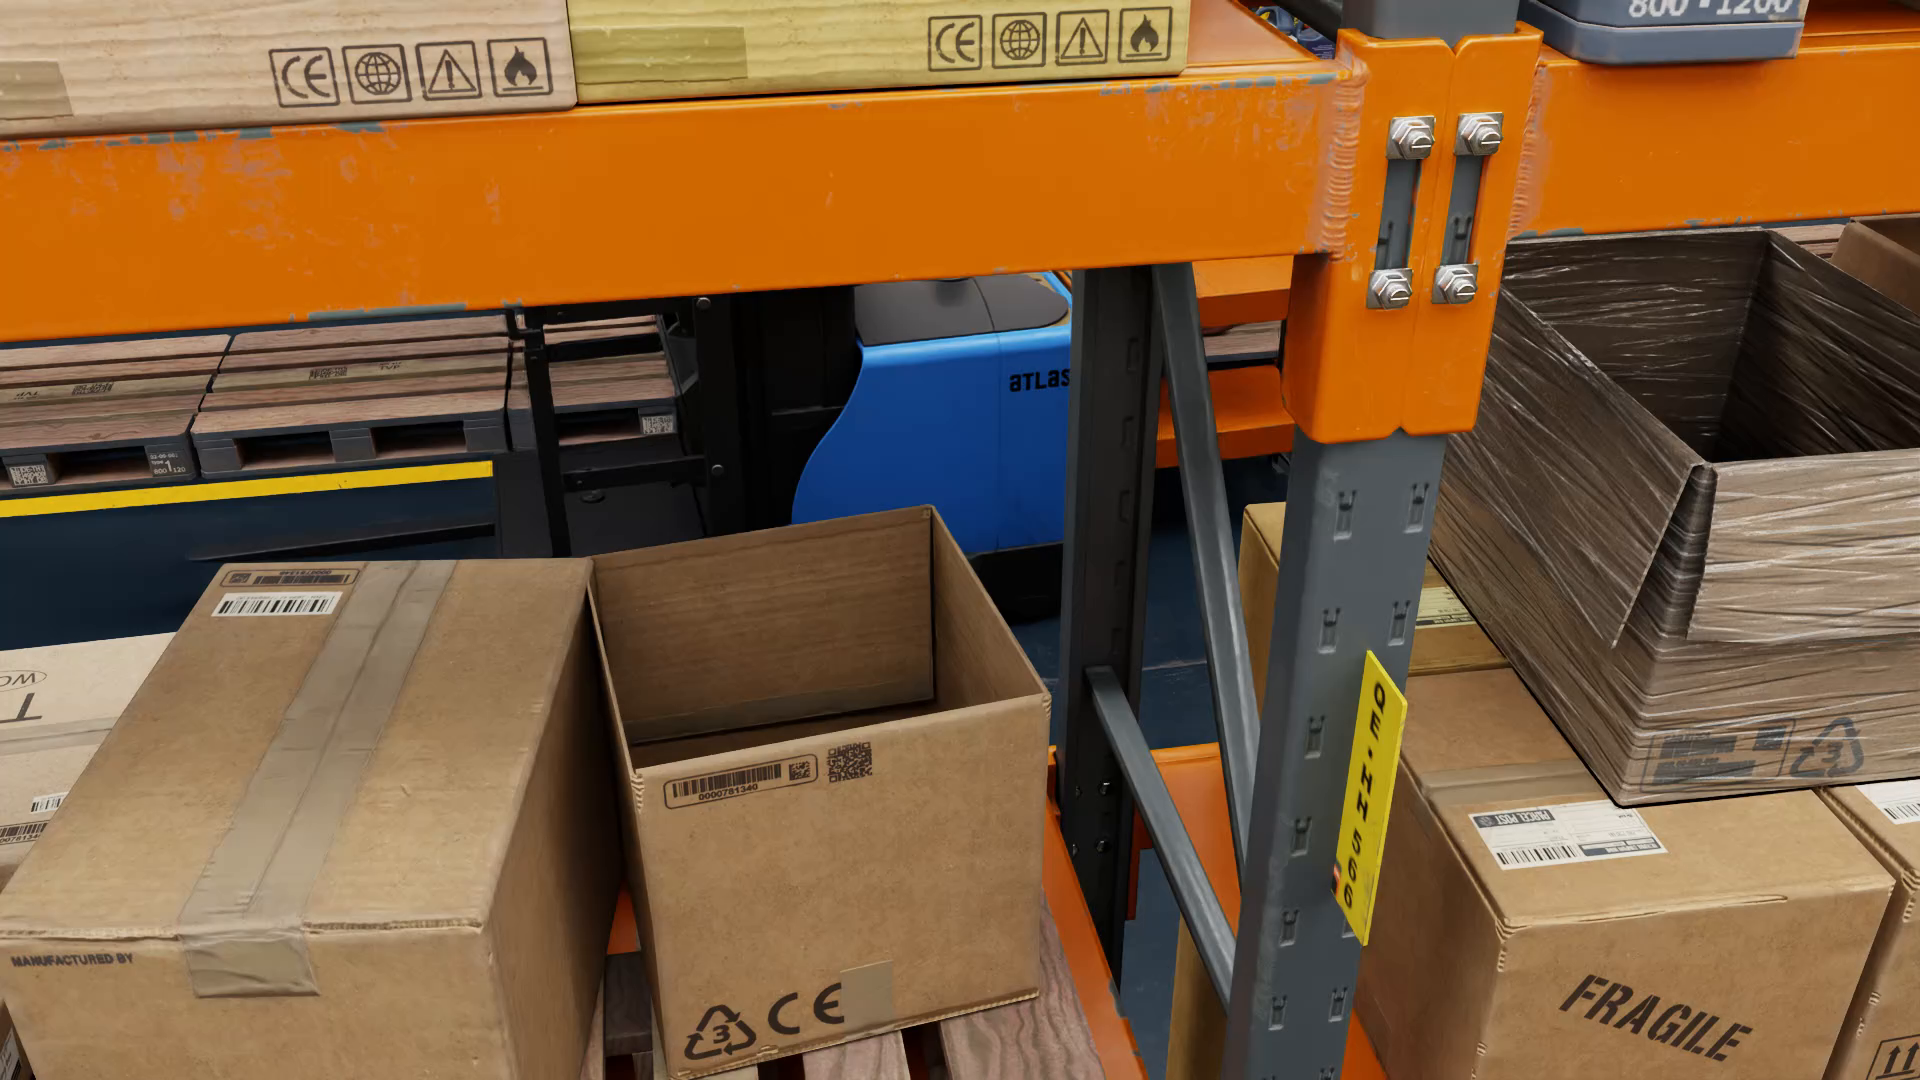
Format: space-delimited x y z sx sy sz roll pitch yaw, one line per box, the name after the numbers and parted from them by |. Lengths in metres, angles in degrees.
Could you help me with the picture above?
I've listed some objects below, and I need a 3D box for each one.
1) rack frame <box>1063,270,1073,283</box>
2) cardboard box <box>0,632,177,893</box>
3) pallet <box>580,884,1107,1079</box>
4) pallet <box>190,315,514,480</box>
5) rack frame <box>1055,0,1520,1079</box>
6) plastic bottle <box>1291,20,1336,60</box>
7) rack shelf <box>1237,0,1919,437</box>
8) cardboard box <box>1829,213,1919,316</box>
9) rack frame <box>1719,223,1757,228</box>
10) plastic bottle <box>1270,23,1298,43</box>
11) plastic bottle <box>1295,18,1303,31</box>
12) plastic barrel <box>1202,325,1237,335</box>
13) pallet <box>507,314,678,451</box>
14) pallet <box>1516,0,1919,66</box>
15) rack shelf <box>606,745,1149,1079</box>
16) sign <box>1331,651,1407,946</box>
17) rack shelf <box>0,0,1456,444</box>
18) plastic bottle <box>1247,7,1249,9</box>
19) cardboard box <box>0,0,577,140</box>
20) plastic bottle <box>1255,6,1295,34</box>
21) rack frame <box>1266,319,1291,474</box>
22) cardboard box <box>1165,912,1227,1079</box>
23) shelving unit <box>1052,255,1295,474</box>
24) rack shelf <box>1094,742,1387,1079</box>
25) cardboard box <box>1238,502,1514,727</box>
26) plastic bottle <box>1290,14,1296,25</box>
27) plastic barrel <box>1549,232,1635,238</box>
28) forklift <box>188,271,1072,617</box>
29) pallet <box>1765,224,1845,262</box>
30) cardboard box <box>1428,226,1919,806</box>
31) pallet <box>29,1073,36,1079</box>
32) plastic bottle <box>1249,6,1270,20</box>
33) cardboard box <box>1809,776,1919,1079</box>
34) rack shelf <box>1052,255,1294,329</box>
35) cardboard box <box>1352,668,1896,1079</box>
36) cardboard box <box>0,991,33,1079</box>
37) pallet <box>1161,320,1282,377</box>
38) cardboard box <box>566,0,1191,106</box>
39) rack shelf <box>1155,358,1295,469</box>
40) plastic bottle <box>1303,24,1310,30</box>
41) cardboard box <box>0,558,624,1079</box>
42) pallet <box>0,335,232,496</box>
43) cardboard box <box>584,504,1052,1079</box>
0.348 -0.552 6.079 0.032 1.125 0.500 -8 31 -13 | rack frame
-1.368 0.393 2.356 0.500 0.250 0.500 -6 31 -10 | cardboard box
-0.360 0.672 2.337 1.003 0.211 1.213 -5 31 -9 | pallet
-2.537 -0.635 7.122 1.213 0.211 1.003 -5 31 -9 | pallet
0.322 0.473 2.487 0.053 2.616 0.949 -5 31 -9 | rack frame
1.435 -1.995 6.732 0.185 0.351 0.144 -5 31 -9 | plastic bottle
2.289 -0.695 2.222 4.000 0.370 1.077 -5 31 -9 | rack shelf
1.685 -0.121 2.409 0.637 0.503 0.797 -5 31 -8 | cardboard box
3.364 -2.364 7.310 0.127 3.000 1.000 -5 31 -9 | rack frame
1.278 -1.950 6.729 0.135 0.276 0.152 -5 31 -9 | plastic bottle
1.486 -2.344 7.405 0.097 0.271 0.097 0 30 0 | plastic bottle
1.018 -1.296 7.460 0.708 0.588 0.600 -5 31 -9 | plastic barrel
-1.340 -0.745 7.309 1.213 0.211 1.003 -5 31 -9 | pallet
0.945 -0.826 1.922 1.003 0.211 1.213 -4 31 -7 | pallet
-1.646 0.964 2.362 4.000 0.370 1.077 -5 31 -9 | rack shelf
0.429 0.276 1.758 0.005 0.325 0.100 -5 31 -9 | sign
-1.646 -0.329 1.601 4.000 0.370 1.077 -5 31 -9 | rack shelf
1.199 -2.301 7.319 0.133 0.283 0.061 -5 31 -9 | plastic bottle
-0.588 -0.540 1.397 0.500 0.250 0.500 -5 31 -9 | cardboard box
1.276 -2.058 6.840 0.185 0.351 0.144 -5 31 -9 | plastic bottle
1.331 -0.684 6.303 0.032 1.125 0.500 -8 31 -13 | rack frame
1.004 1.153 3.011 0.875 0.875 1.225 -7 31 -11 | cardboard box
0.840 -0.618 6.191 1.048 1.125 0.538 -8 31 -13 | shelving unit
2.289 0.598 2.983 4.000 0.370 1.077 -5 31 -9 | rack shelf
0.762 0.259 2.751 0.500 0.500 0.500 -4 31 -7 | cardboard box
1.417 -2.264 7.267 0.097 0.271 0.097 0 30 0 | plastic bottle
2.826 -1.599 7.666 0.708 0.901 0.600 -5 31 -9 | plastic barrel
-1.112 -1.065 5.170 3.031 2.935 1.130 -8 31 -13 | forklift
4.080 -1.248 8.164 1.213 0.211 1.003 -5 31 -9 | pallet
1.044 -0.063 2.310 0.637 0.503 0.797 -4 31 -7 | cardboard box
-1.618 0.755 2.196 1.213 0.211 1.003 -5 31 -9 | pallet
1.352 -2.354 7.343 0.185 0.351 0.144 -5 31 -9 | plastic bottle
1.356 0.471 2.391 0.500 0.500 0.500 -6 31 -10 | cardboard box
0.840 -0.870 6.042 1.000 0.278 0.538 -8 31 -13 | rack shelf
0.849 0.519 2.309 0.500 0.500 0.500 -4 31 -7 | cardboard box
-1.270 0.635 1.929 0.258 0.266 0.396 -6 31 -10 | cardboard box
1.395 -0.999 7.740 1.213 0.211 1.003 -5 31 -9 | pallet
-0.102 -0.592 1.486 0.500 0.250 0.500 -5 31 -9 | cardboard box
0.840 -0.407 6.315 1.000 0.278 0.538 -8 31 -13 | rack shelf
1.582 -2.353 7.420 0.097 0.271 0.097 0 30 0 | plastic bottle
-0.733 0.417 2.069 0.500 0.500 0.700 -1 30 -2 | cardboard box
-3.740 -0.522 6.930 1.213 0.211 1.003 -5 31 -9 | pallet
-0.202 0.316 2.240 0.500 0.500 0.500 -9 32 -15 | cardboard box
